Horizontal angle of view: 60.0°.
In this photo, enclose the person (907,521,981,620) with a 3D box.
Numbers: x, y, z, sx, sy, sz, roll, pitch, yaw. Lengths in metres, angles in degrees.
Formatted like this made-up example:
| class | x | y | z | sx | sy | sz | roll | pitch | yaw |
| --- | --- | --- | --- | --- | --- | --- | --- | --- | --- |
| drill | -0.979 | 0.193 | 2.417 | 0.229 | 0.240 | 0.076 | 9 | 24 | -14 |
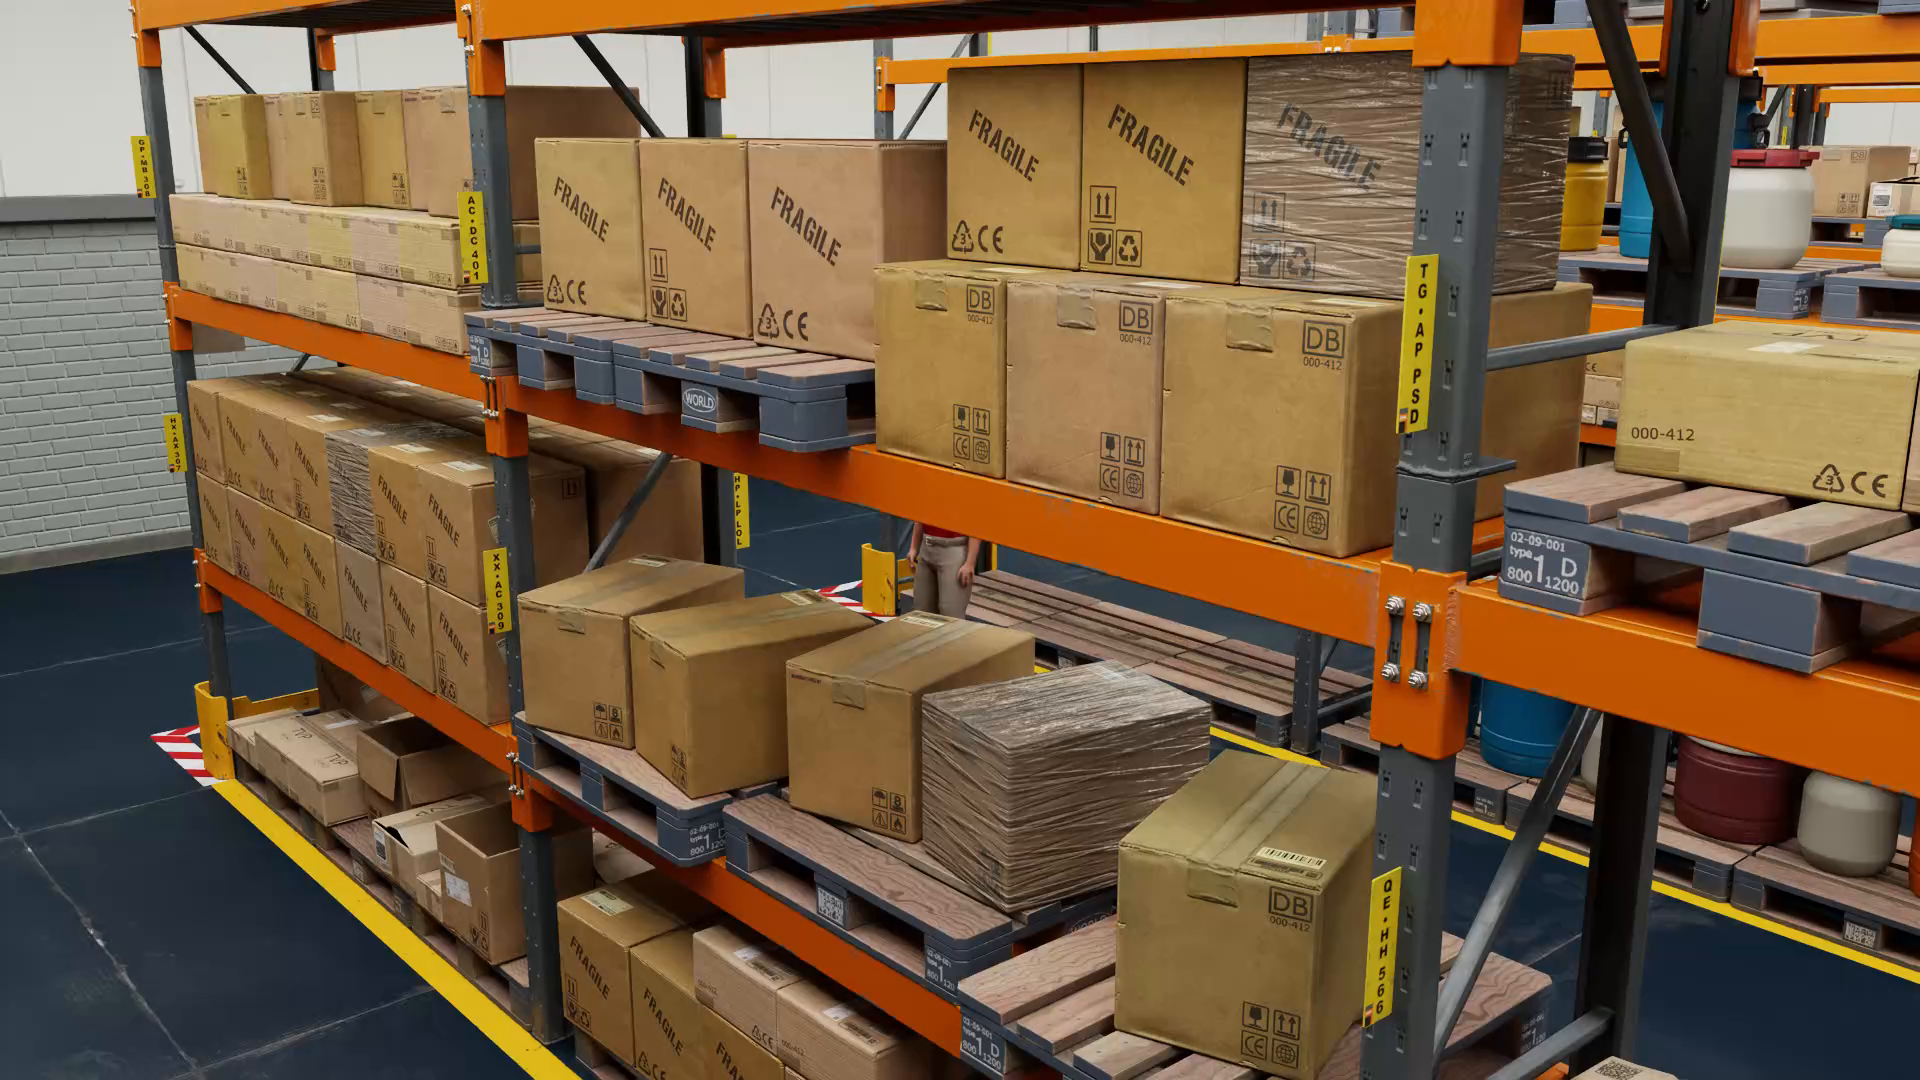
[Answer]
| class | x | y | z | sx | sy | sz | roll | pitch | yaw |
| --- | --- | --- | --- | --- | --- | --- | --- | --- | --- |
| person | -0.111 | 0.122 | 11.038 | 0.387 | 1.728 | 0.606 | -13 | 19 | -42 |
